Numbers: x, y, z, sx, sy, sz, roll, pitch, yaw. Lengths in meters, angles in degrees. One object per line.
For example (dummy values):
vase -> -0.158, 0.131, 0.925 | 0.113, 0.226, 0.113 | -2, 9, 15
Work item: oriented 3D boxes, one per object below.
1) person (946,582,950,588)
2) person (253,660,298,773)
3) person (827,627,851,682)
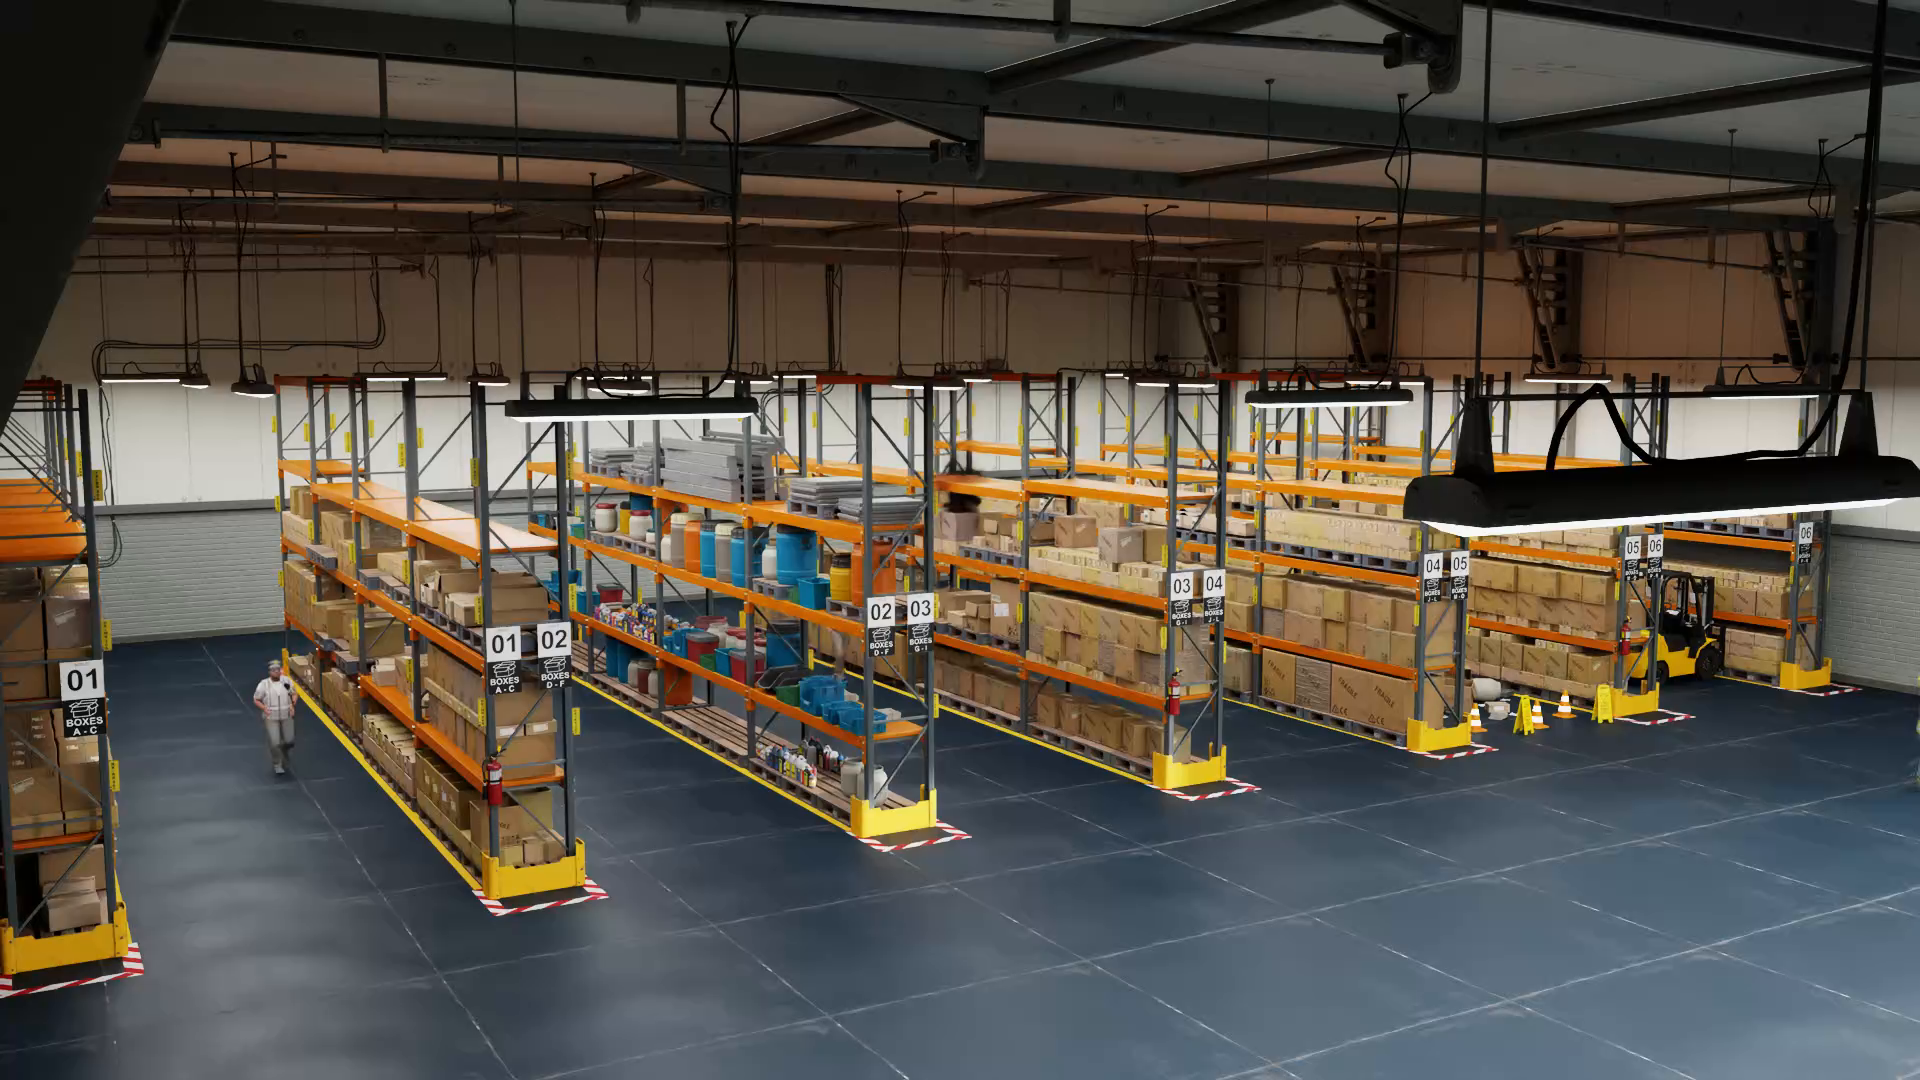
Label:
person -> -0.197, 1.703, 34.735 | 0.548, 1.670, 0.670 | -5, 8, -36
person -> -10.425, 2.688, 25.414 | 0.659, 1.732, 0.600 | -4, 7, -33
person -> -2.238, 1.829, 31.242 | 0.648, 1.810, 0.698 | -4, 7, -31
